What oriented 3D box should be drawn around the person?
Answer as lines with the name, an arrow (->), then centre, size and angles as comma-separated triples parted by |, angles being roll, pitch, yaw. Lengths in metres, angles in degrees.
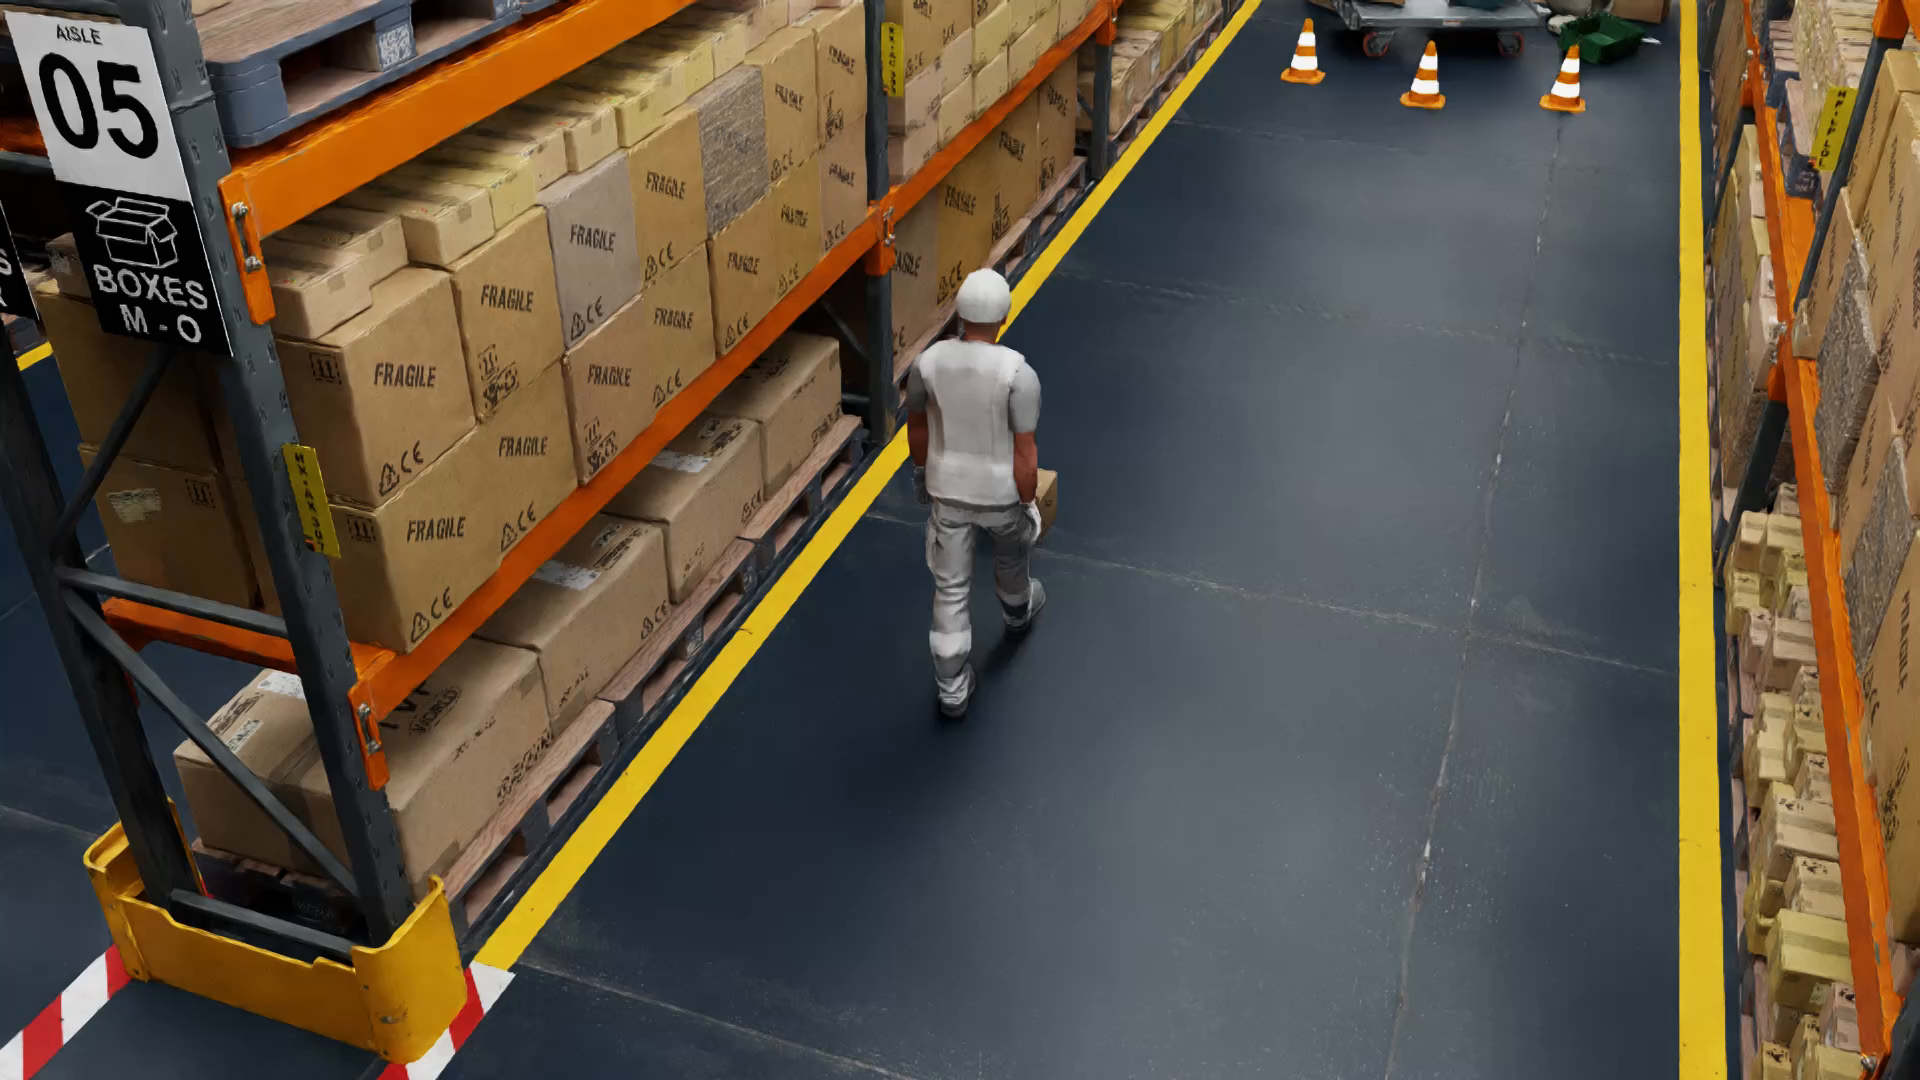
person -> 0.083, -0.255, 6.500 | 0.570, 1.751, 0.895 | 8, 34, 12
